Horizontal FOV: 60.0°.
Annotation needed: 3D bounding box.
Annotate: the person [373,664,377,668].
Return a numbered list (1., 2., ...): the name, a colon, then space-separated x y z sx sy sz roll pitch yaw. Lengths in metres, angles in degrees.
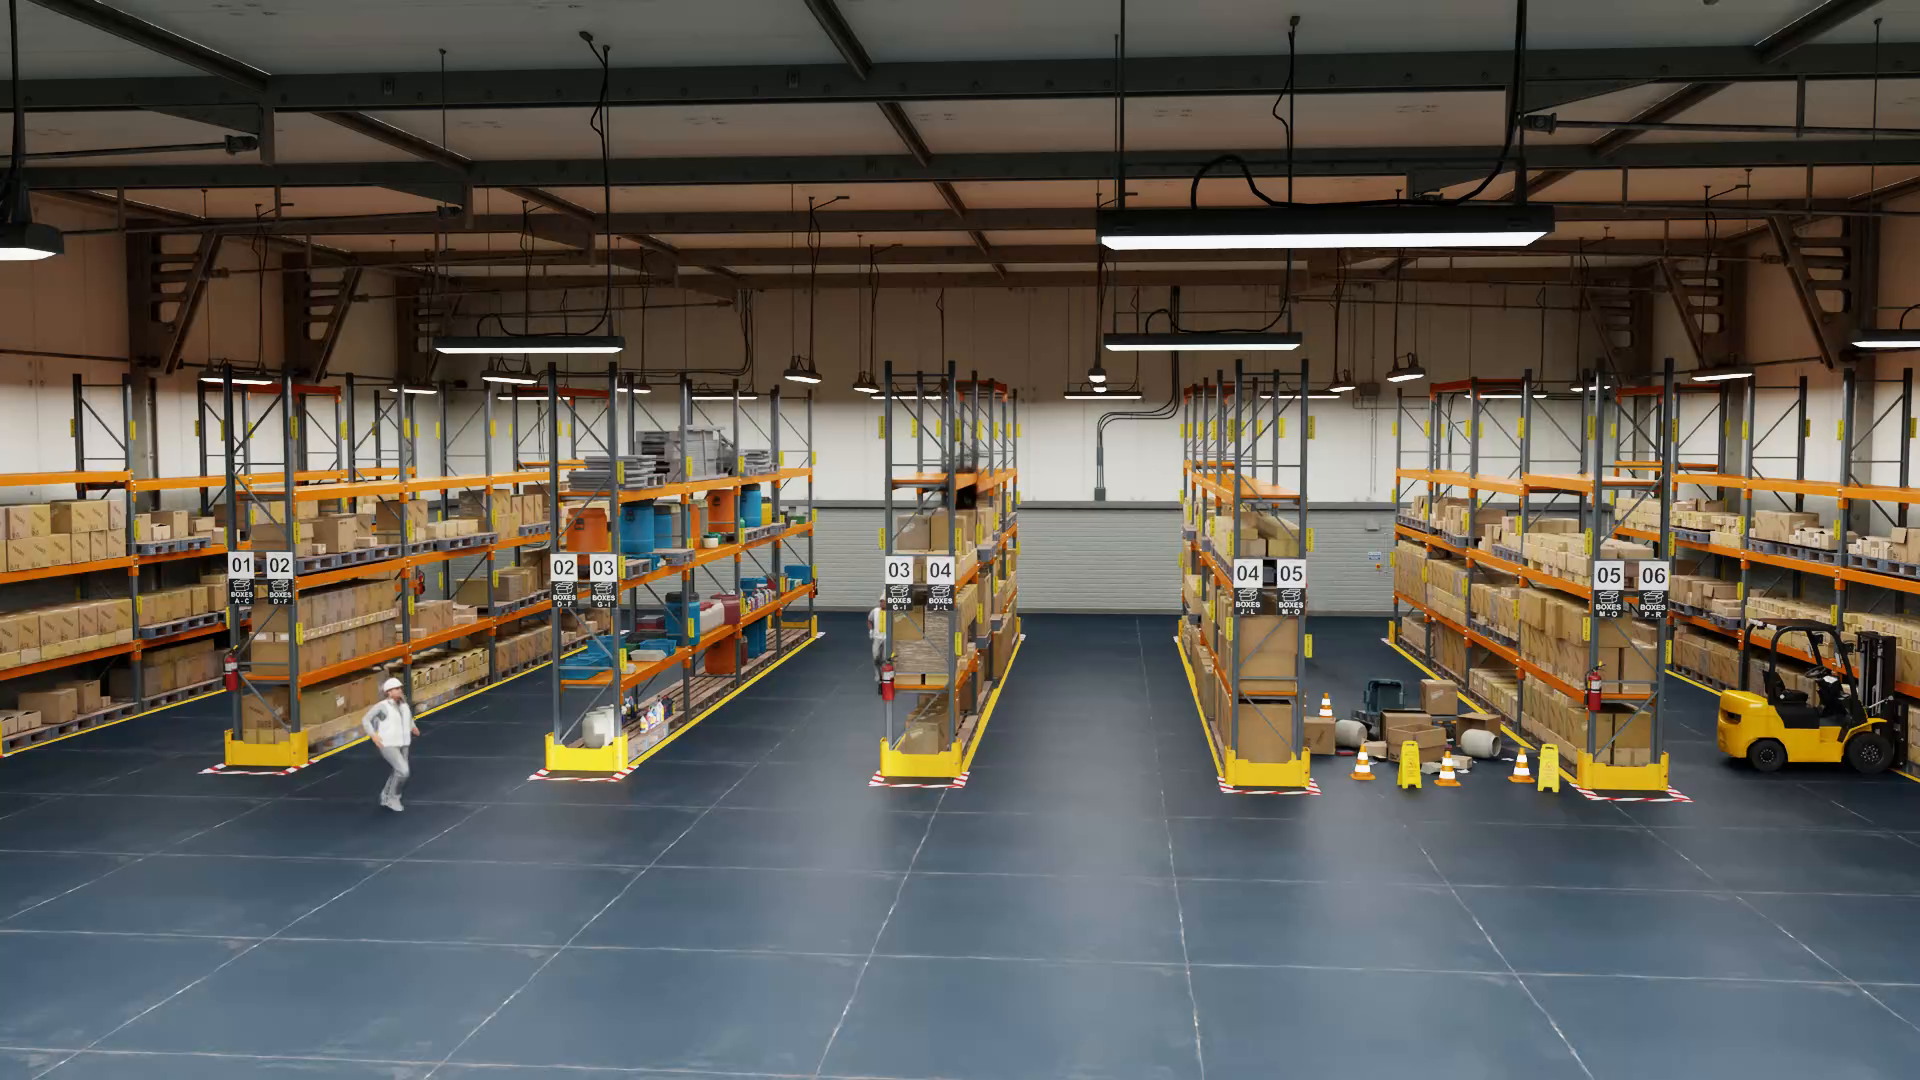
1. person: -11.576 2.023 32.412 0.635 1.676 0.564 0 4 6

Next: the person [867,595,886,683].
1. person: -1.517 1.957 32.841 0.656 1.749 0.641 0 4 0

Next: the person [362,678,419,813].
1. person: -7.422 2.699 21.851 0.684 1.760 0.667 2 4 27

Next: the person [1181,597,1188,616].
1. person: 5.715 1.520 40.497 0.625 1.698 0.638 0 4 -3
